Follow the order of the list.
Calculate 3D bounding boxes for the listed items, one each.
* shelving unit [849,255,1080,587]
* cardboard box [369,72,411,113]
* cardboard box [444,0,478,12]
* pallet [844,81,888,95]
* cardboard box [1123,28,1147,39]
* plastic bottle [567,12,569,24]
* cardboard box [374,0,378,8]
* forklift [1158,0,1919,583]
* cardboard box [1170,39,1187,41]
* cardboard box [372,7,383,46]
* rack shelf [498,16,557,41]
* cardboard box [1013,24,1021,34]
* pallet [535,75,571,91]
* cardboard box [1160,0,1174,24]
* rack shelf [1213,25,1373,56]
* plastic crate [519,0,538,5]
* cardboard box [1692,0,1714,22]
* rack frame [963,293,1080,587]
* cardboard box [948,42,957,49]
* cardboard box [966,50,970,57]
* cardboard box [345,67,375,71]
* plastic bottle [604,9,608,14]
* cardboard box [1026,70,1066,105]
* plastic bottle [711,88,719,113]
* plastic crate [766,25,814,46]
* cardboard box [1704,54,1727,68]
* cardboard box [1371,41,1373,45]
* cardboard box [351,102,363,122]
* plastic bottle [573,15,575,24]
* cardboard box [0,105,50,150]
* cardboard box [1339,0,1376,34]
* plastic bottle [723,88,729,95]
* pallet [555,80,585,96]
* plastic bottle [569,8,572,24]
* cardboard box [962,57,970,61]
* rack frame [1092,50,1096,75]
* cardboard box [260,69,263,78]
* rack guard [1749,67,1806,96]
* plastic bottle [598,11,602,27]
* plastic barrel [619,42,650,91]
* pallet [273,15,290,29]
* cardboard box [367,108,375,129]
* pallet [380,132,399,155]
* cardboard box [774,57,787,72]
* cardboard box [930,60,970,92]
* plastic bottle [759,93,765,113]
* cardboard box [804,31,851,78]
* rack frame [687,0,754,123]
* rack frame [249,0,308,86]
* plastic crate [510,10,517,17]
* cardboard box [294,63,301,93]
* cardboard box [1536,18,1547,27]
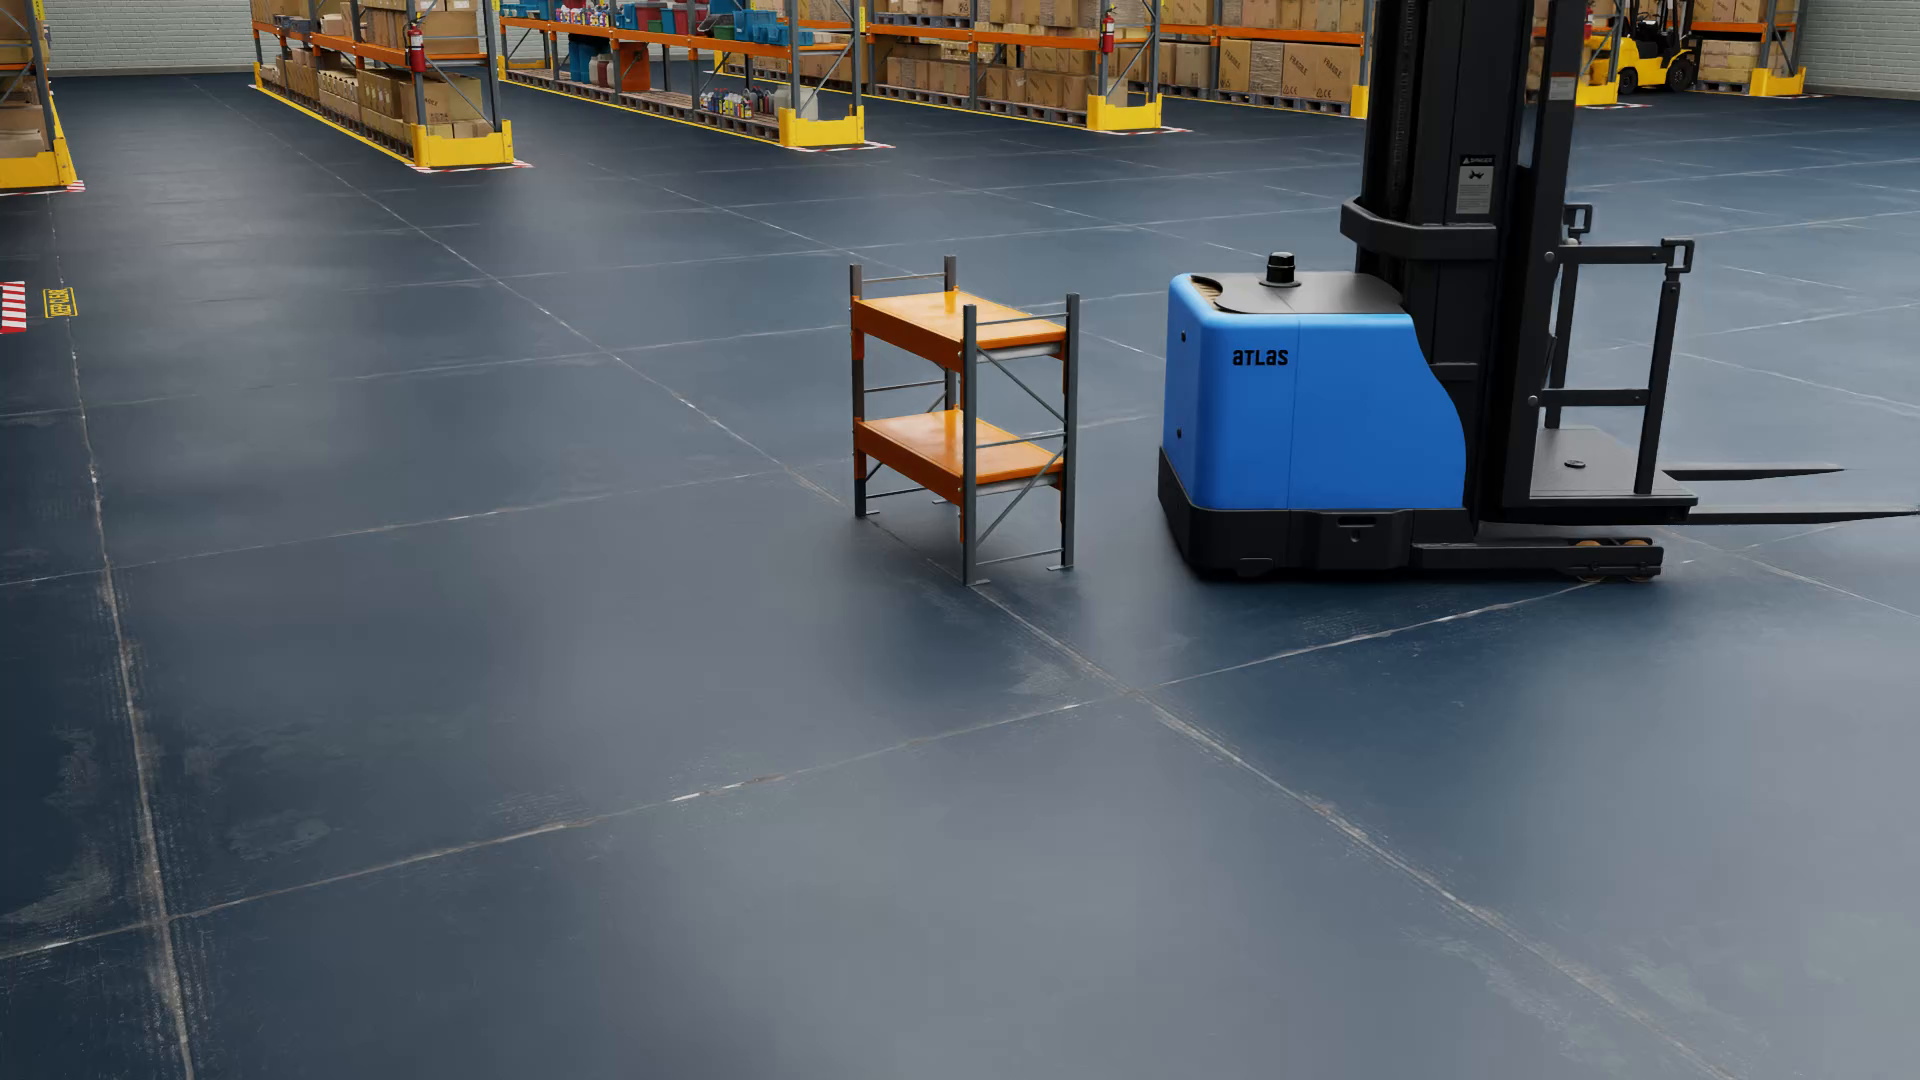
[{"bbox_3d":[-0.003,-0.534,6.954,0.538,1.125,1.048,-10,21,-27],"label":"shelving unit"},{"bbox_3d":[-7.671,-6.057,22.507,0.500,0.500,0.500,-10,21,-27],"label":"cardboard box"},{"bbox_3d":[-6.188,-6.624,20.581,0.380,0.149,0.250,-10,21,-27],"label":"cardboard box"},{"bbox_3d":[-1.578,-8.873,32.523,1.003,0.211,1.213,-10,21,-27],"label":"pallet"},{"bbox_3d":[2.604,-7.657,25.108,0.380,0.149,0.250,-10,21,-27],"label":"cardboard box"},{"bbox_3d":[-7.393,-9.878,31.465,0.097,0.201,0.097,0,19,0],"label":"plastic bottle"},{"bbox_3d":[-7.647,-7.226,22.325,0.380,0.149,0.250,-11,22,-28],"label":"cardboard box"},{"bbox_3d":[2.414,-1.387,6.659,3.031,2.935,1.130,0,19,-1],"label":"forklift"},{"bbox_3d":[5.348,-11.821,40.075,0.875,0.438,0.875,-10,22,-27],"label":"cardboard box"},{"bbox_3d":[-7.618,-7.042,22.789,0.700,0.500,0.500,-10,22,-27],"label":"cardboard box"},{"bbox_3d":[-8.478,-10.569,34.264,1.077,0.370,4.000,-10,21,-27],"label":"rack shelf"},{"bbox_3d":[1.082,-8.223,26.749,0.380,0.149,0.250,-10,21,-27],"label":"cardboard box"},{"bbox_3d":[-7.912,-9.222,33.532,1.003,0.211,1.213,-10,21,-27],"label":"pallet"},{"bbox_3d":[4.080,-9.990,31.332,0.500,0.500,0.500,-10,21,-26],"label":"cardboard box"},{"bbox_3d":[5.992,-8.630,28.647,1.077,0.370,4.000,-10,21,-27],"label":"rack shelf"},{"bbox_3d":[-9.104,-11.461,35.601,0.616,0.435,0.499,-10,21,-27],"label":"plastic crate"},{"bbox_3d":[14.670,-10.407,32.540,0.500,0.500,0.500,-10,22,-28],"label":"cardboard box"},{"bbox_3d":[0.238,-0.388,6.531,0.500,1.125,0.032,-10,21,-27],"label":"rack frame"},{"bbox_3d":[-0.064,-11.544,38.802,0.380,0.149,0.250,-10,21,-26],"label":"cardboard box"},{"bbox_3d":[0.361,-11.181,38.207,0.380,0.149,0.250,-9,21,-25],"label":"cardboard box"},{"bbox_3d":[-9.954,-7.622,27.778,0.500,0.500,0.500,-9,21,-24],"label":"cardboard box"},{"bbox_3d":[-6.681,-9.898,31.414,0.097,0.271,0.097,0,19,0],"label":"plastic bottle"},{"bbox_3d":[1.427,-7.372,27.085,0.500,0.500,0.500,-12,22,-31],"label":"cardboard box"},{"bbox_3d":[-3.711,-6.698,25.330,0.144,0.351,0.185,-9,21,-25],"label":"plastic bottle"},{"bbox_3d":[-2.331,-6.917,22.806,0.499,0.251,0.616,-10,21,-27],"label":"plastic crate"},{"bbox_3d":[14.882,-9.334,32.388,0.500,0.250,0.500,-10,22,-27],"label":"cardboard box"},{"bbox_3d":[10.212,-12.099,40.783,0.500,0.500,0.500,-10,22,-27],"label":"cardboard box"},{"bbox_3d":[-8.542,-6.245,24.202,0.500,0.250,0.500,-10,22,-27],"label":"cardboard box"},{"bbox_3d":[-7.173,-9.746,31.080,0.097,0.201,0.097,0,19,0],"label":"plastic bottle"},{"bbox_3d":[-11.373,-4.976,20.112,0.700,0.500,0.500,-12,22,-30],"label":"cardboard box"},{"bbox_3d":[6.726,-8.567,27.130,0.875,0.550,0.550,-10,21,-27],"label":"cardboard box"},{"bbox_3d":[-3.584,-6.720,25.395,0.144,0.351,0.185,-10,21,-27],"label":"plastic bottle"},{"bbox_3d":[-7.198,-8.789,32.277,1.003,0.211,1.213,-10,21,-27],"label":"pallet"},{"bbox_3d":[-7.308,-9.853,31.267,0.061,0.283,0.133,-10,21,-27],"label":"plastic bottle"},{"bbox_3d":[0.266,-11.049,38.280,0.380,0.149,0.250,-10,21,-27],"label":"cardboard box"},{"bbox_3d":[3.143,-10.693,33.521,1.000,3.000,0.127,-10,21,-27],"label":"rack frame"},{"bbox_3d":[-13.774,-9.340,33.270,0.380,0.166,0.250,-10,21,-27],"label":"cardboard box"},{"bbox_3d":[15.628,-8.774,31.791,1.175,0.500,0.348,-10,21,-27],"label":"rack guard"},{"bbox_3d":[-6.437,-9.334,29.780,0.097,0.271,0.097,0,19,0],"label":"plastic bottle"},{"bbox_3d":[-5.876,-8.497,29.840,0.600,0.830,0.708,-10,21,-27],"label":"plastic barrel"},{"bbox_3d":[-11.606,-9.232,29.580,1.003,0.211,1.213,-10,21,-27],"label":"pallet"},{"bbox_3d":[-7.904,-5.846,23.047,0.500,0.250,0.500,-10,21,-27],"label":"cardboard box"},{"bbox_3d":[-7.166,-5.368,22.366,1.003,0.211,1.213,-10,21,-27],"label":"pallet"},{"bbox_3d":[-3.412,-10.498,35.569,0.875,0.875,0.875,-10,21,-27],"label":"cardboard box"},{"bbox_3d":[-0.119,-8.312,29.778,0.700,0.500,0.500,-12,22,-31],"label":"cardboard box"},{"bbox_3d":[-3.003,-6.651,25.297,0.061,0.283,0.133,-10,21,-27],"label":"plastic bottle"},{"bbox_3d":[-2.423,-9.859,33.718,1.225,0.875,0.875,-11,22,-29],"label":"cardboard box"},{"bbox_3d":[-3.729,-8.038,25.828,1.000,3.000,0.127,-10,21,-27],"label":"rack frame"},{"bbox_3d":[-13.789,-10.717,33.590,1.000,3.000,0.127,-10,21,-27],"label":"rack frame"},{"bbox_3d":[-9.199,-10.965,34.623,0.250,0.136,0.298,-10,21,-27],"label":"plastic crate"},{"bbox_3d":[-11.380,-8.122,29.229,0.500,0.500,0.500,-10,21,-26],"label":"cardboard box"},{"bbox_3d":[10.564,-9.280,29.812,0.380,0.149,0.250,-10,22,-28],"label":"cardboard box"}]
